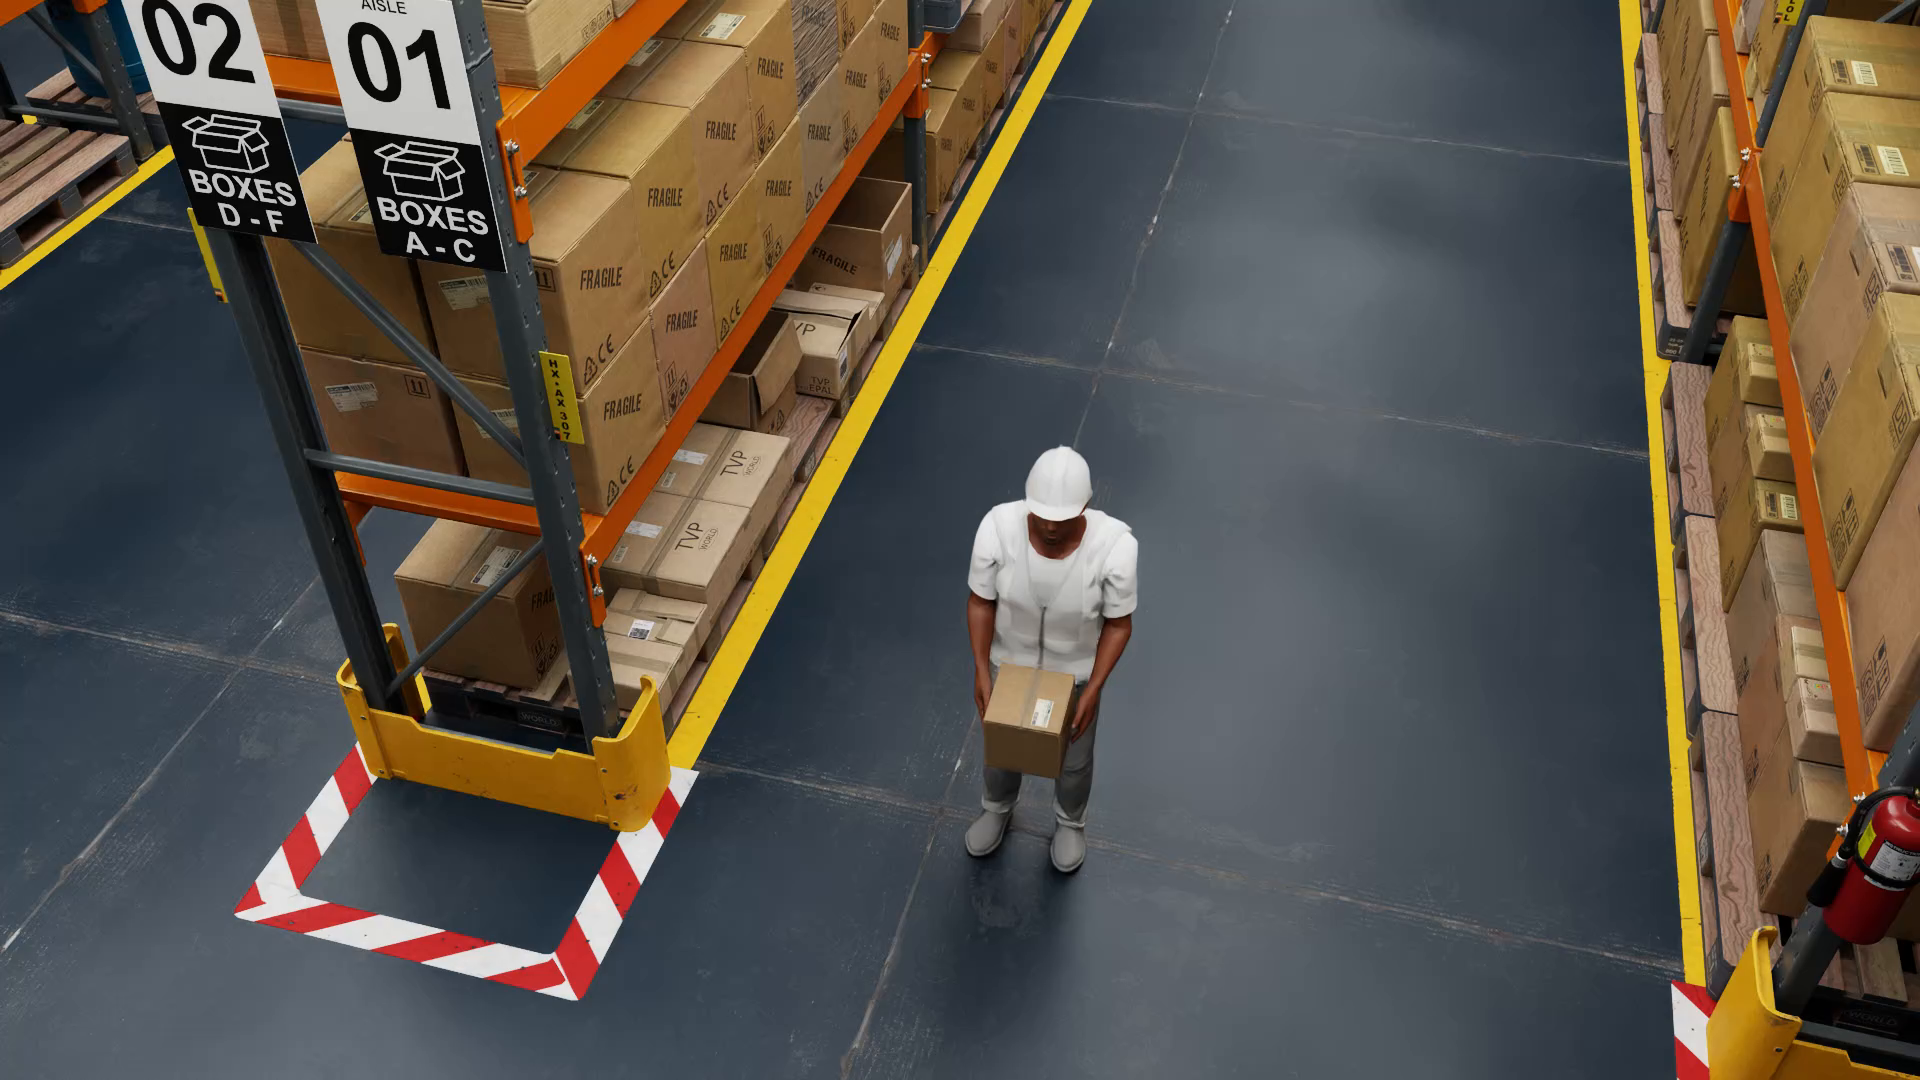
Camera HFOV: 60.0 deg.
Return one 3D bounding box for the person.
[{"bbox_3d":[0.287,0.444,5.625,0.566,1.768,0.496,9,42,11],"label":"person"}]
